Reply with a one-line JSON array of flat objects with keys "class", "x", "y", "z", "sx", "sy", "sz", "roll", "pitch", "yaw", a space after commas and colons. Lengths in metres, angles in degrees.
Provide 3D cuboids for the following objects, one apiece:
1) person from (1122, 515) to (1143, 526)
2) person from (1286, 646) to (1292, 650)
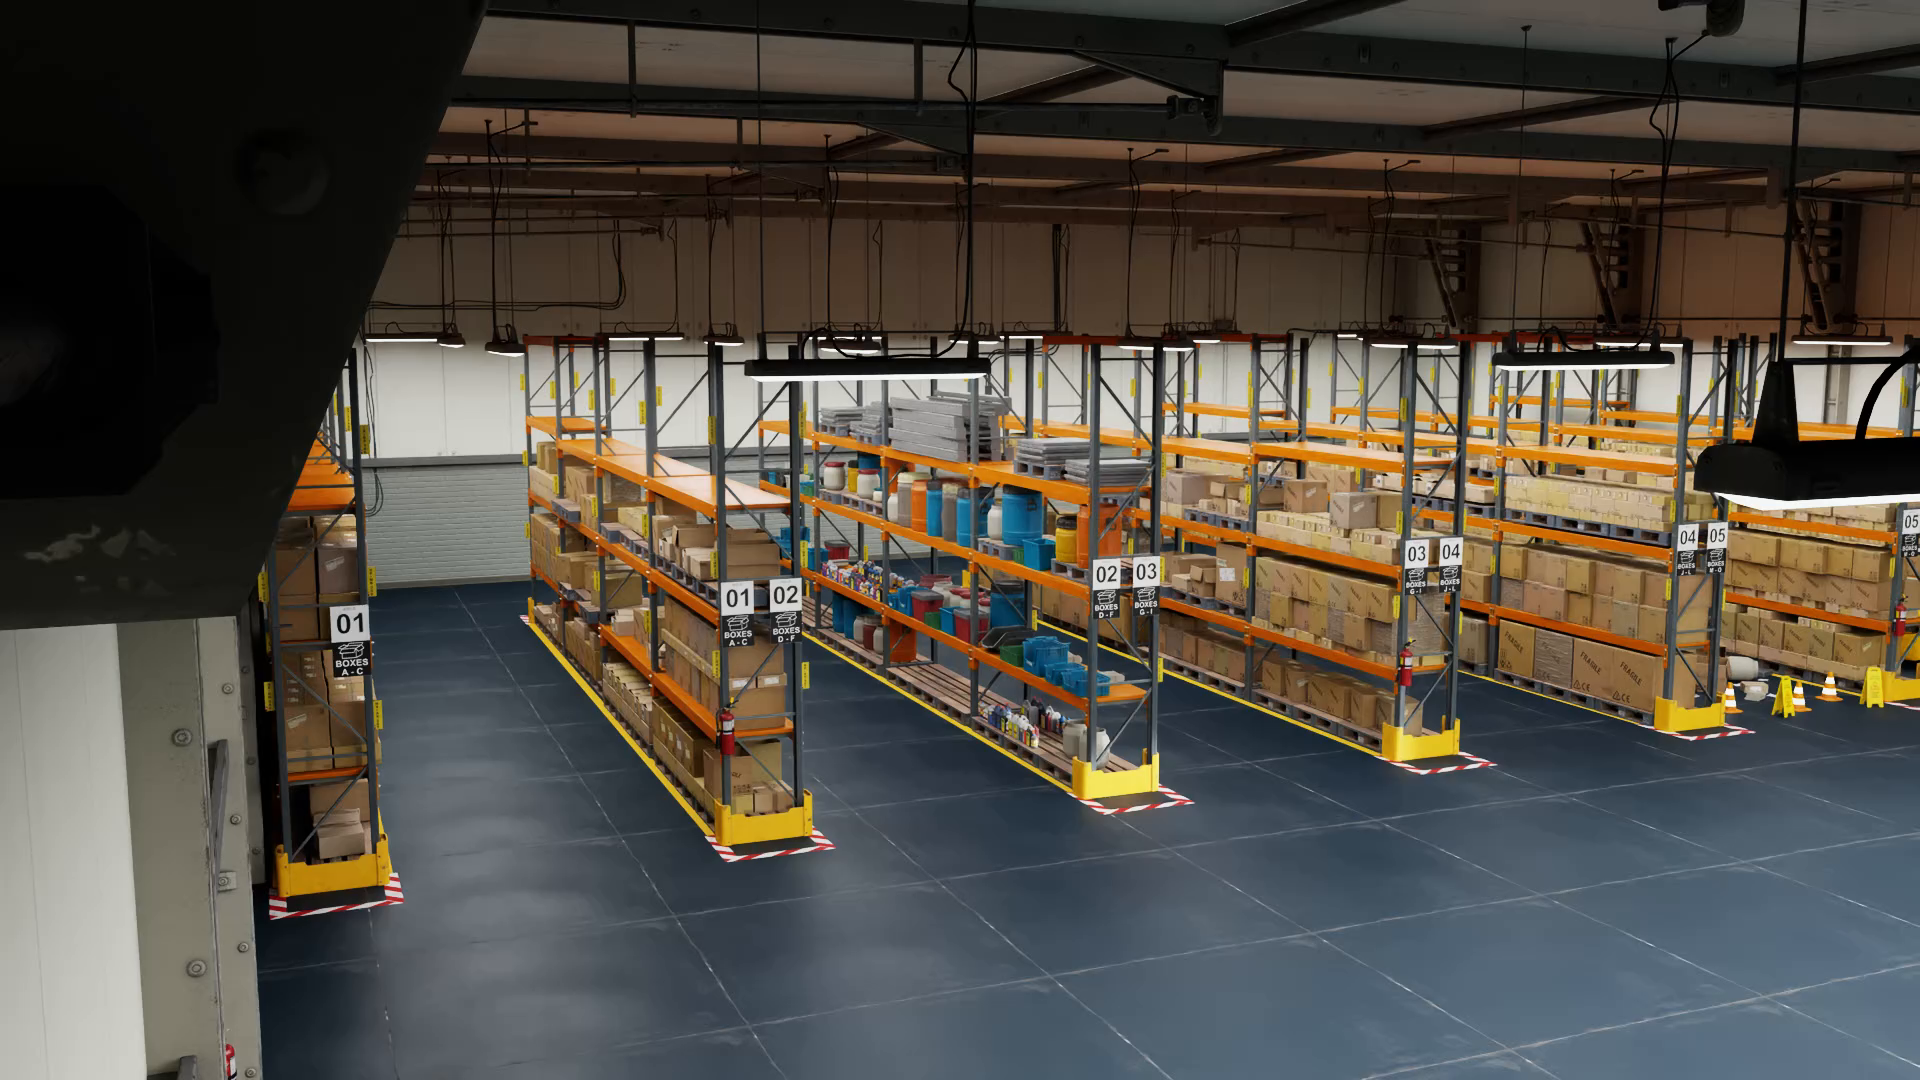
[{"class": "person", "x": 4.359, "y": -0.150, "z": 42.049, "sx": 0.592, "sy": 1.756, "sz": 0.806, "roll": 4, "pitch": 8, "yaw": 25}, {"class": "person", "x": 6.436, "y": 1.234, "z": 31.776, "sx": 0.626, "sy": 1.777, "sz": 0.587, "roll": -2, "pitch": 8, "yaw": -16}]
